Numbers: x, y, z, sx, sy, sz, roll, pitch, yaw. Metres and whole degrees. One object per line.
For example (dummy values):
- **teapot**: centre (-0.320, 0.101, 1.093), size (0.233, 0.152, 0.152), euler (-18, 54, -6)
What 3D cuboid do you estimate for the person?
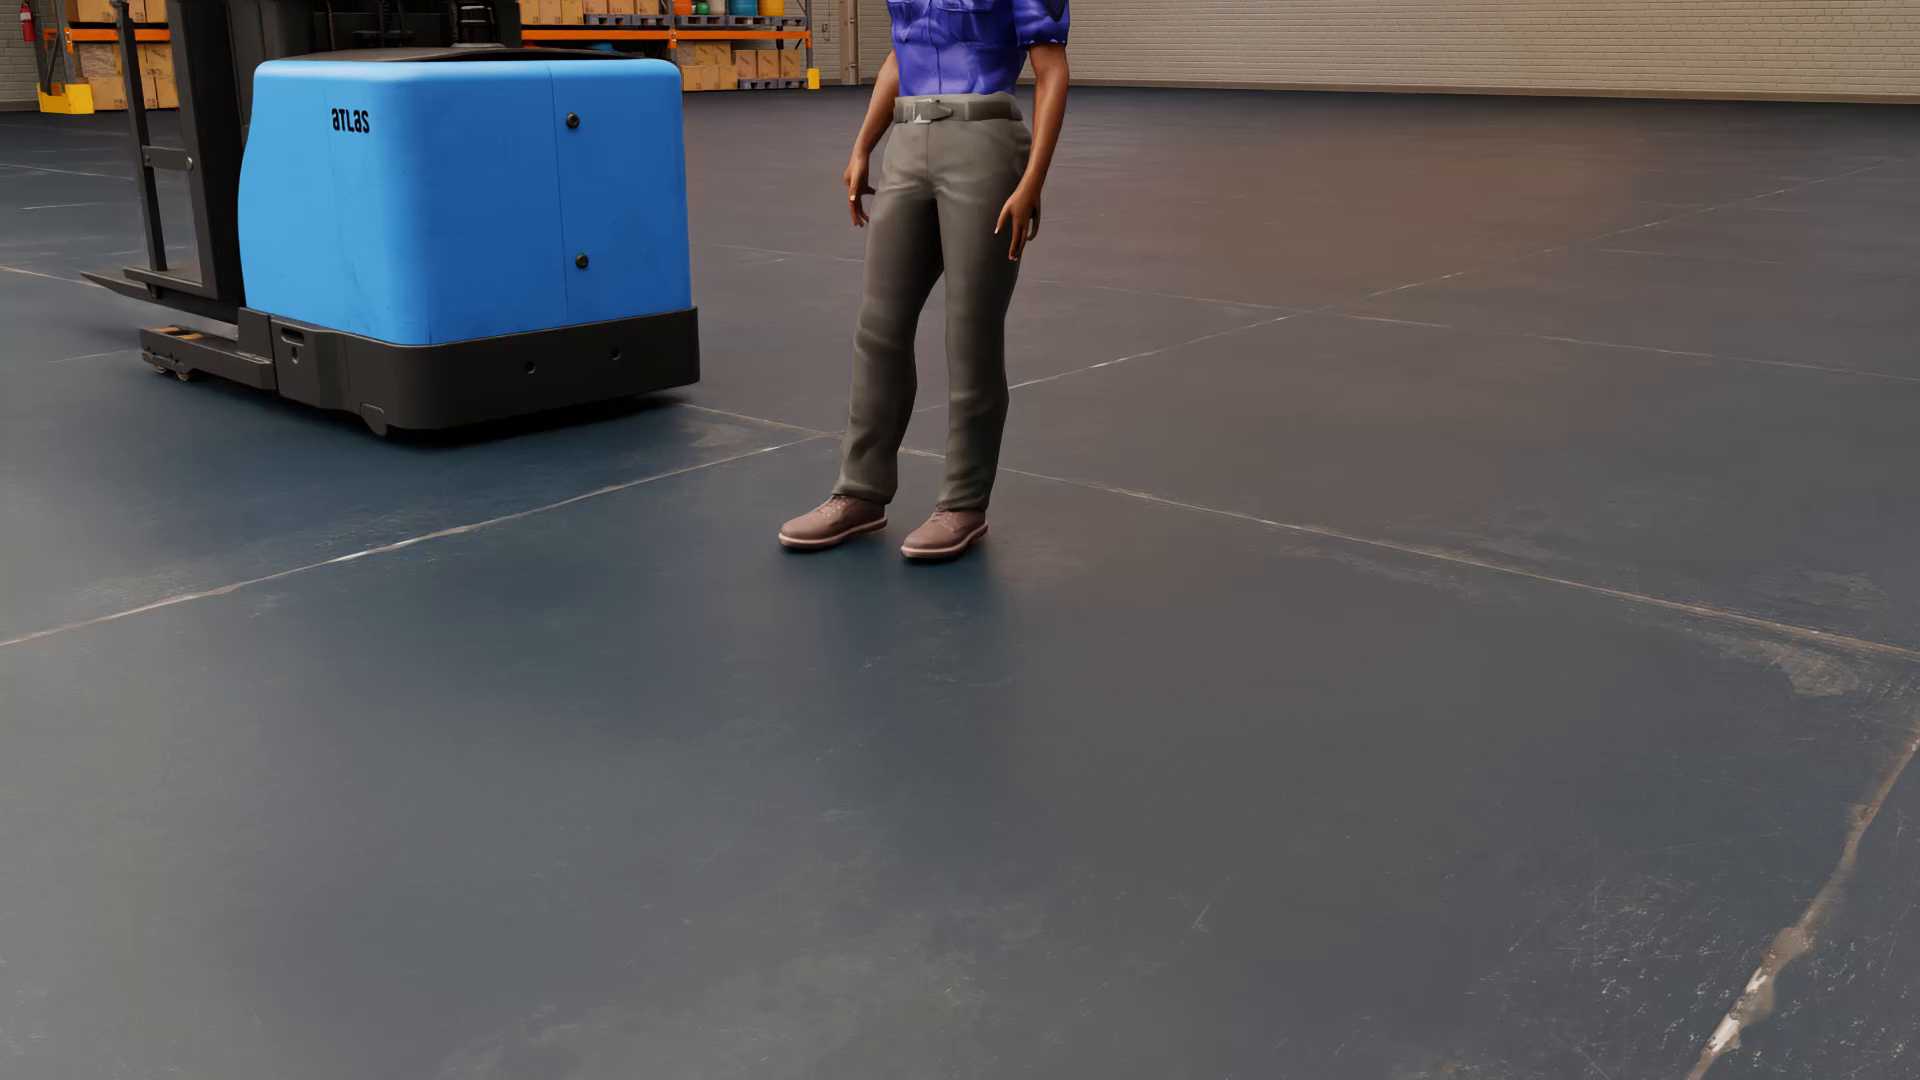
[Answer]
- **person**: centre (-0.071, -0.782, 3.647), size (0.569, 1.654, 0.504), euler (13, 21, 37)

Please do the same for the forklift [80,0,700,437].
- **forklift**: centre (-2.256, -2.047, 5.638), size (3.031, 2.935, 1.130), euler (16, 23, 41)
